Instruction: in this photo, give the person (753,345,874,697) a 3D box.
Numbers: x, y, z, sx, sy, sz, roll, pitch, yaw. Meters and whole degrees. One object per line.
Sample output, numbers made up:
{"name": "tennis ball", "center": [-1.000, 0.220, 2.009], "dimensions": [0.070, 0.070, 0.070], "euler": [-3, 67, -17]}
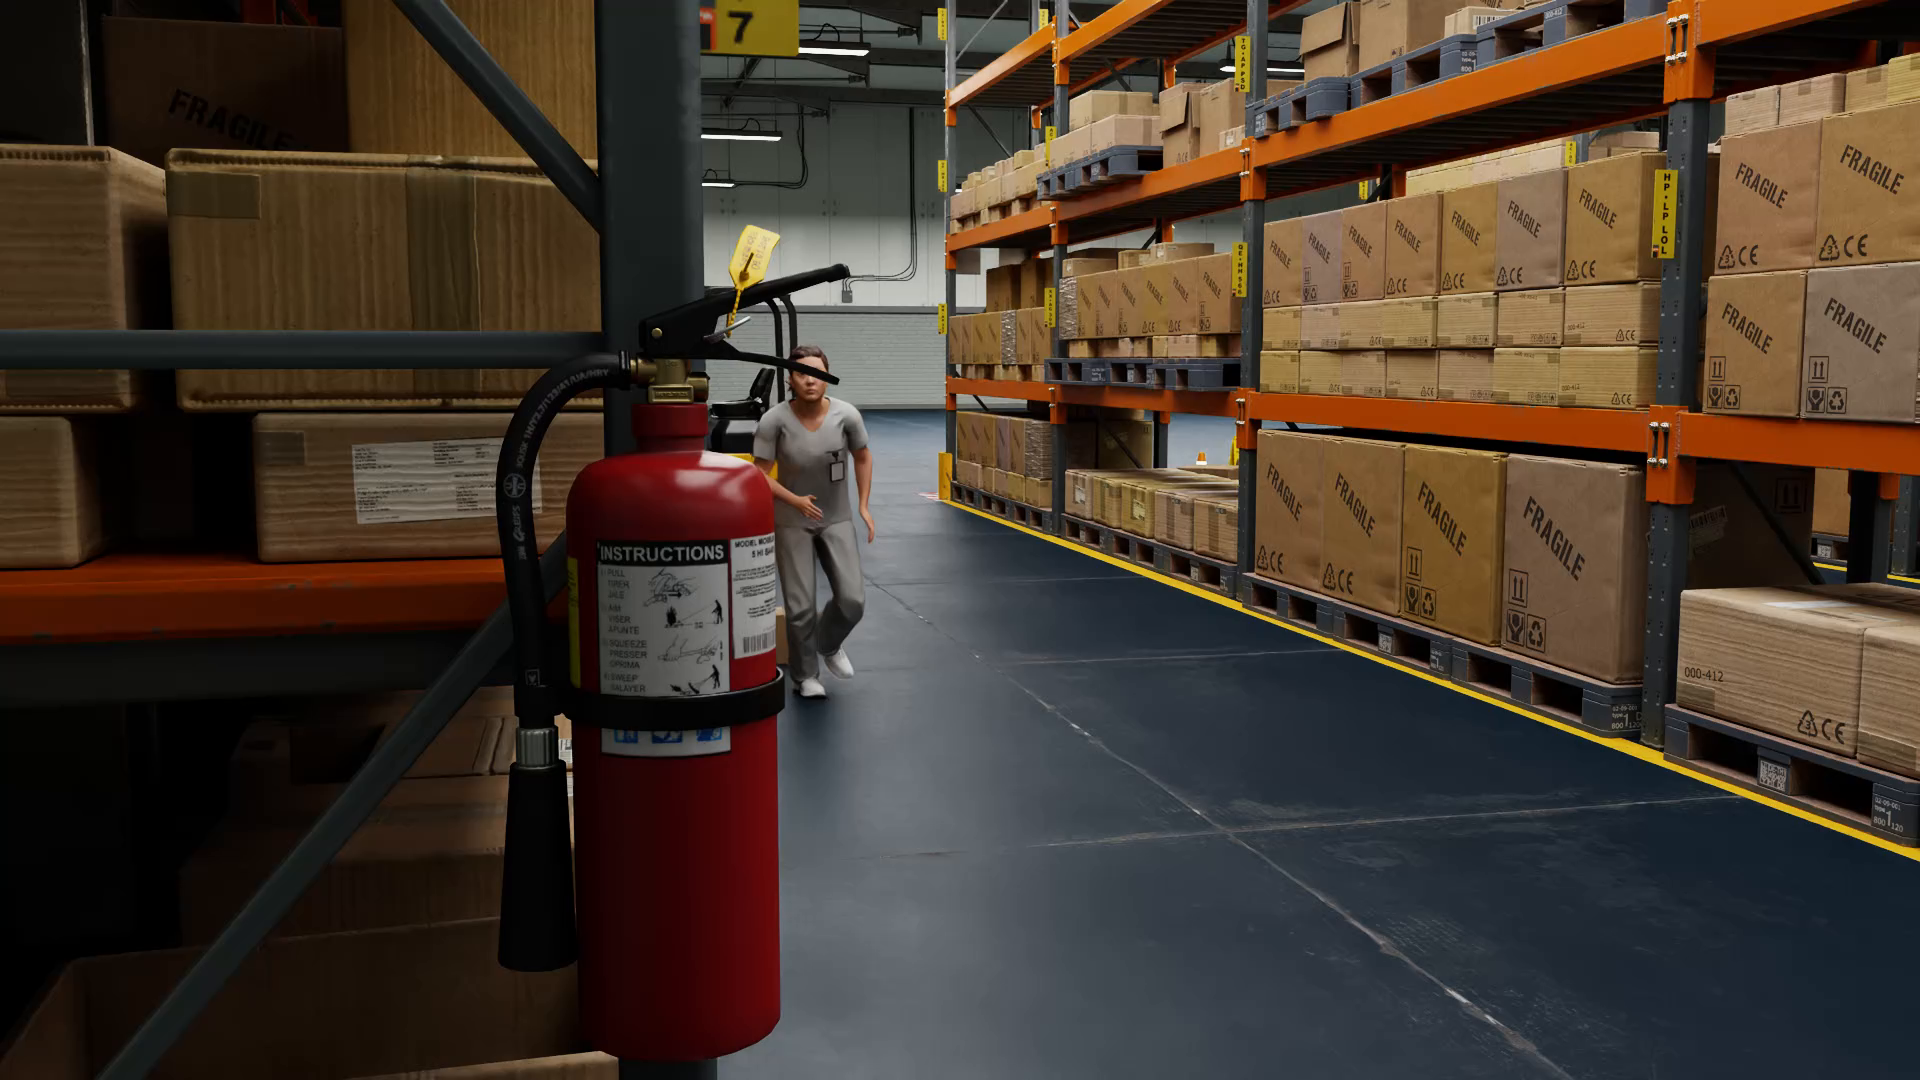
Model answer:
{"name": "person", "center": [-0.646, -0.069, 7.288], "dimensions": [0.544, 1.560, 0.732], "euler": [-2, 6, -14]}
